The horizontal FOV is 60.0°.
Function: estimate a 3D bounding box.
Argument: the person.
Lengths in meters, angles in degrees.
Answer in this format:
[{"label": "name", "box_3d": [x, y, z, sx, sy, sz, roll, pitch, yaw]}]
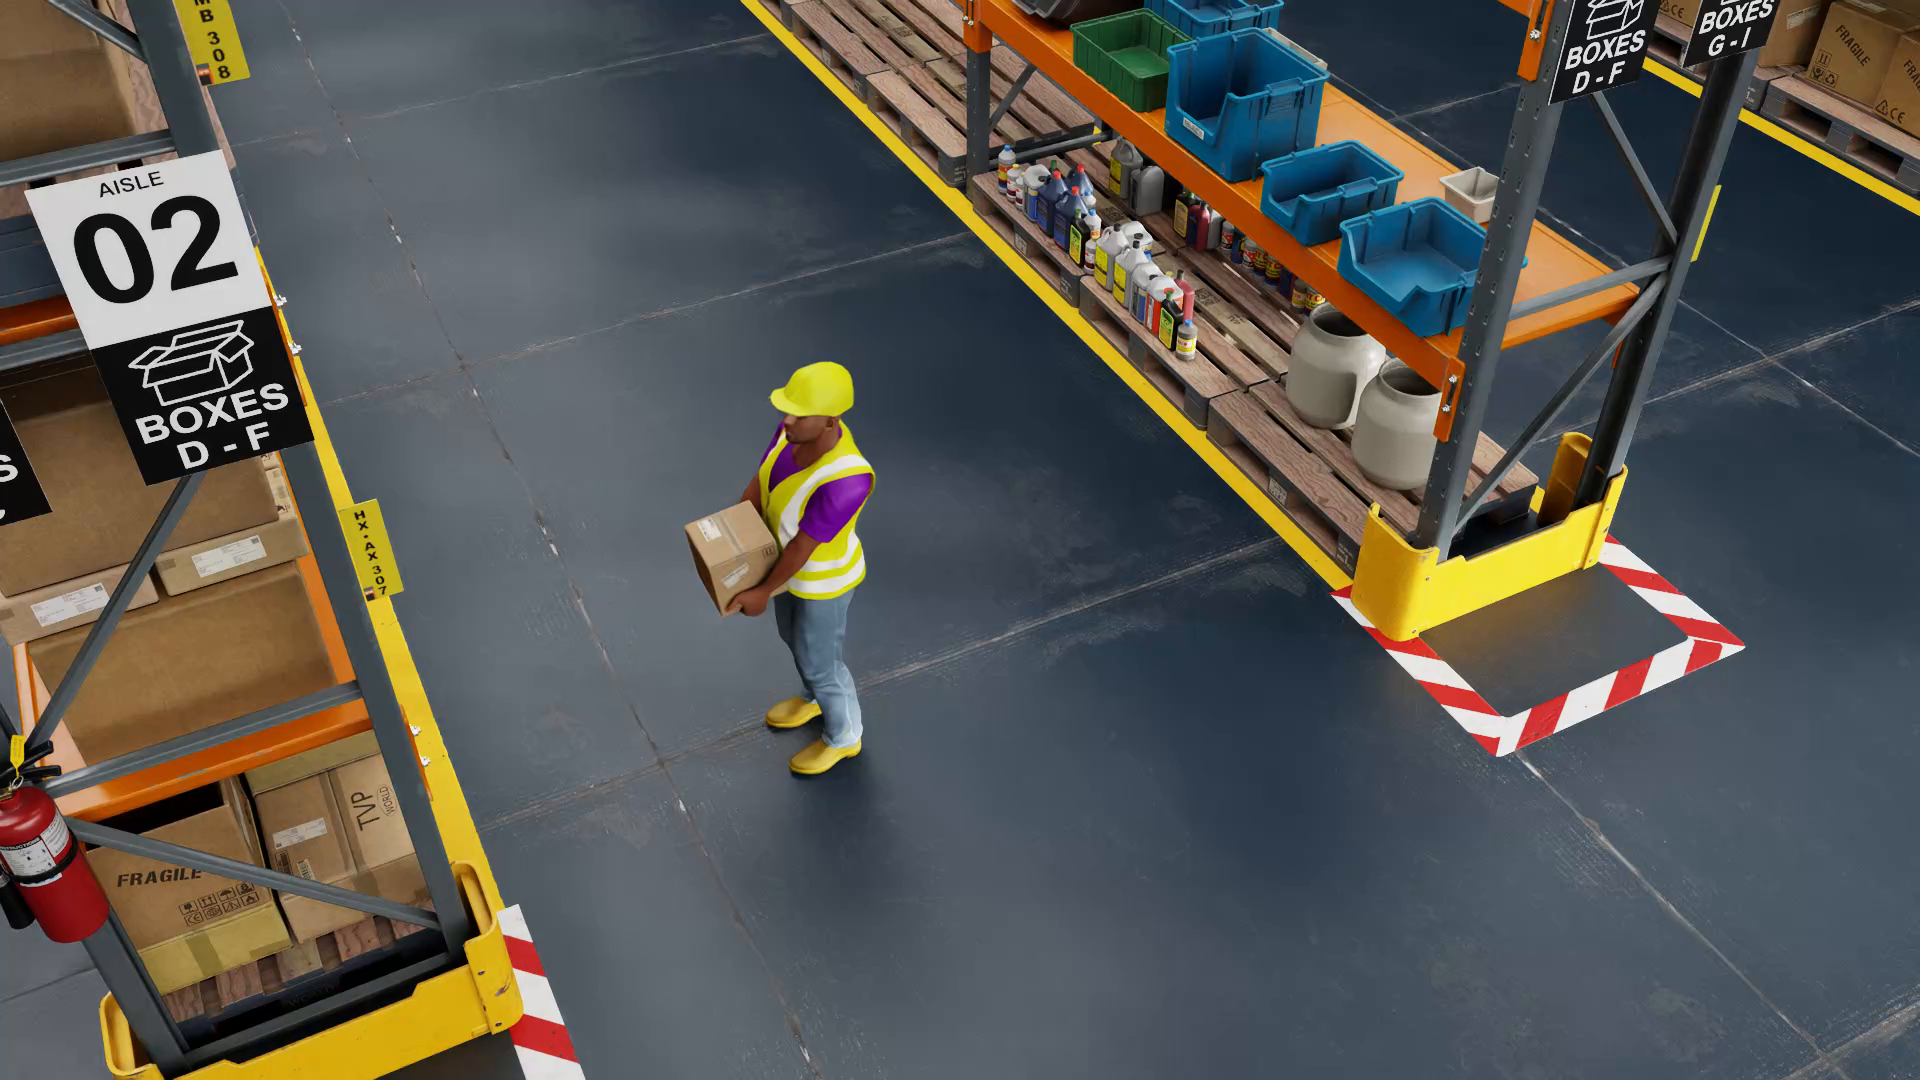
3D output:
[{"label": "person", "box_3d": [-0.612, 0.134, 5.990, 0.577, 1.760, 0.503, -18, 44, -20]}]
